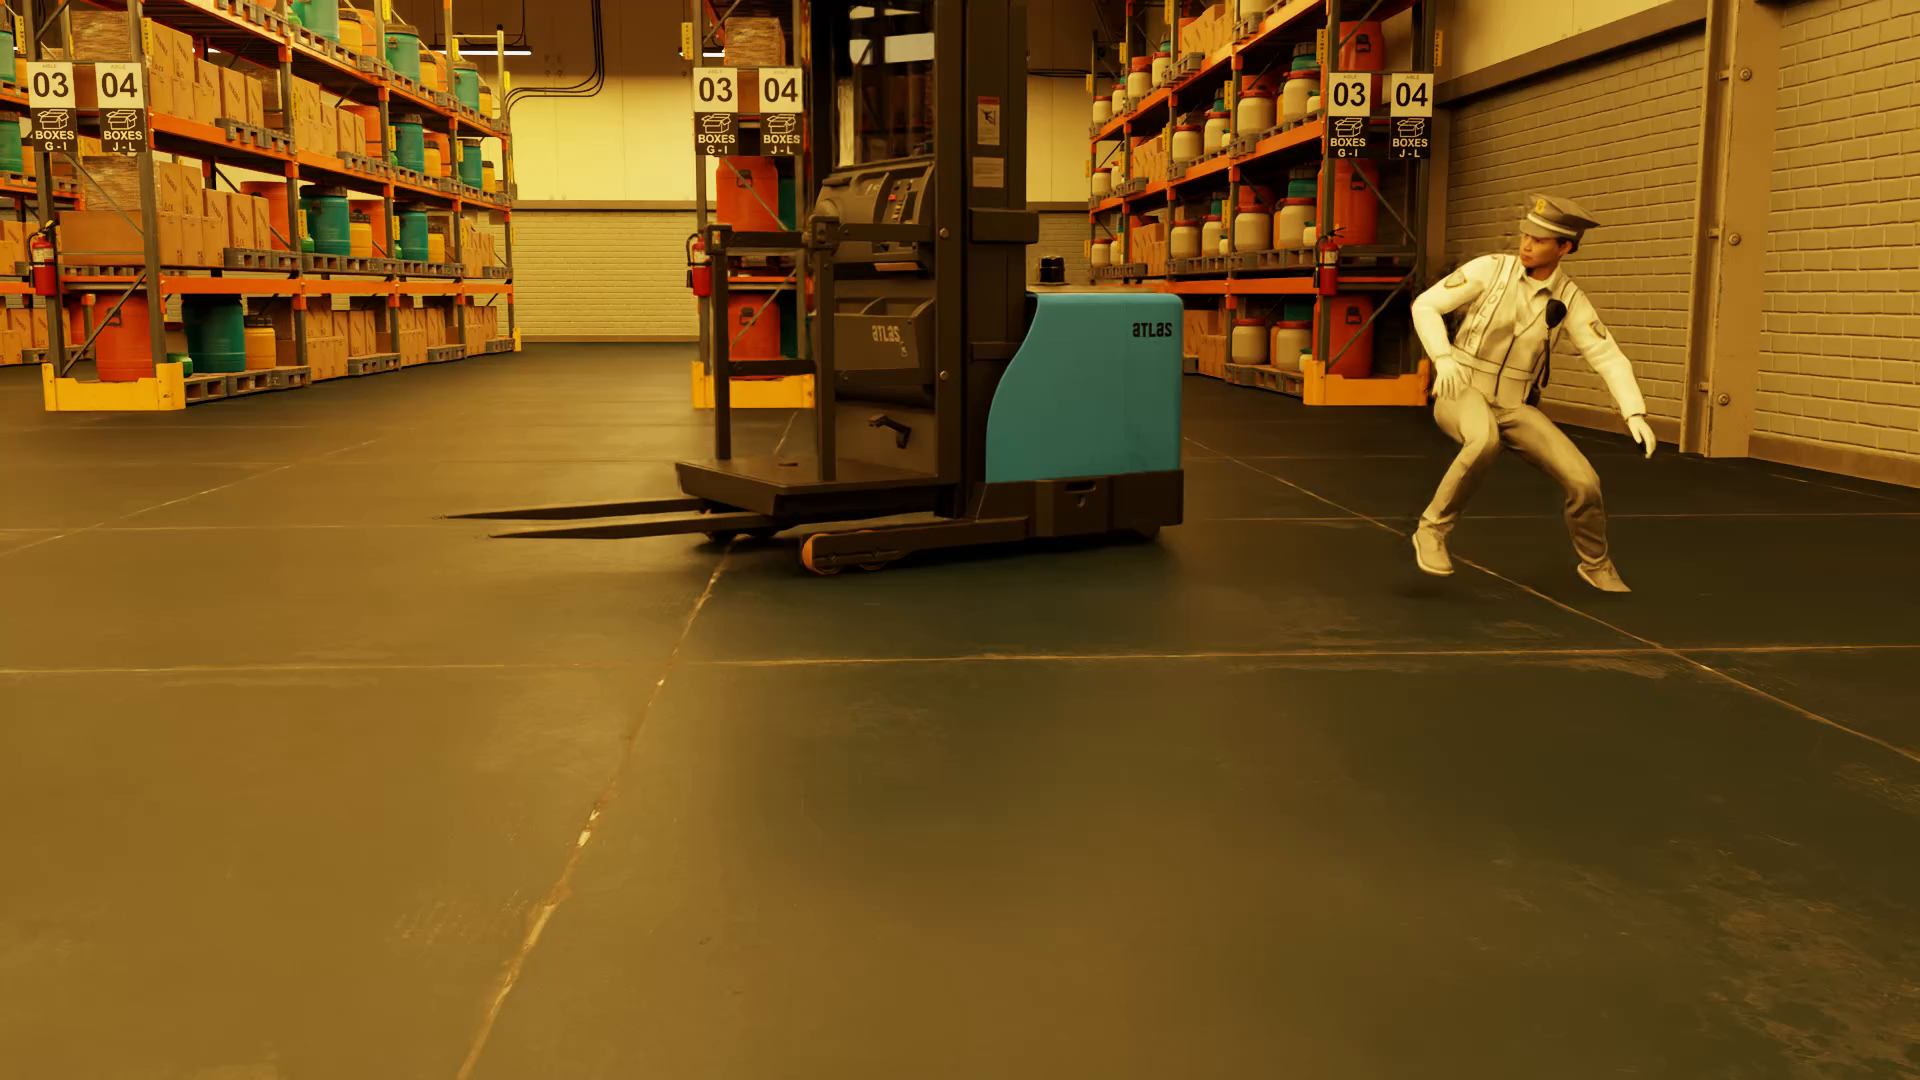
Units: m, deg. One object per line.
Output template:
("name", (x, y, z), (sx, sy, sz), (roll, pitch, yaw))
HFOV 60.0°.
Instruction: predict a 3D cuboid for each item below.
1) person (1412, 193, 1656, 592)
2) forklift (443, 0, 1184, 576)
("person", (2.048, -0.498, 5.985), (0.839, 1.469, 0.653), (-1, 8, -4))
("forklift", (-0.542, -1.401, 6.767), (3.031, 2.935, 1.130), (-5, 10, -31))
